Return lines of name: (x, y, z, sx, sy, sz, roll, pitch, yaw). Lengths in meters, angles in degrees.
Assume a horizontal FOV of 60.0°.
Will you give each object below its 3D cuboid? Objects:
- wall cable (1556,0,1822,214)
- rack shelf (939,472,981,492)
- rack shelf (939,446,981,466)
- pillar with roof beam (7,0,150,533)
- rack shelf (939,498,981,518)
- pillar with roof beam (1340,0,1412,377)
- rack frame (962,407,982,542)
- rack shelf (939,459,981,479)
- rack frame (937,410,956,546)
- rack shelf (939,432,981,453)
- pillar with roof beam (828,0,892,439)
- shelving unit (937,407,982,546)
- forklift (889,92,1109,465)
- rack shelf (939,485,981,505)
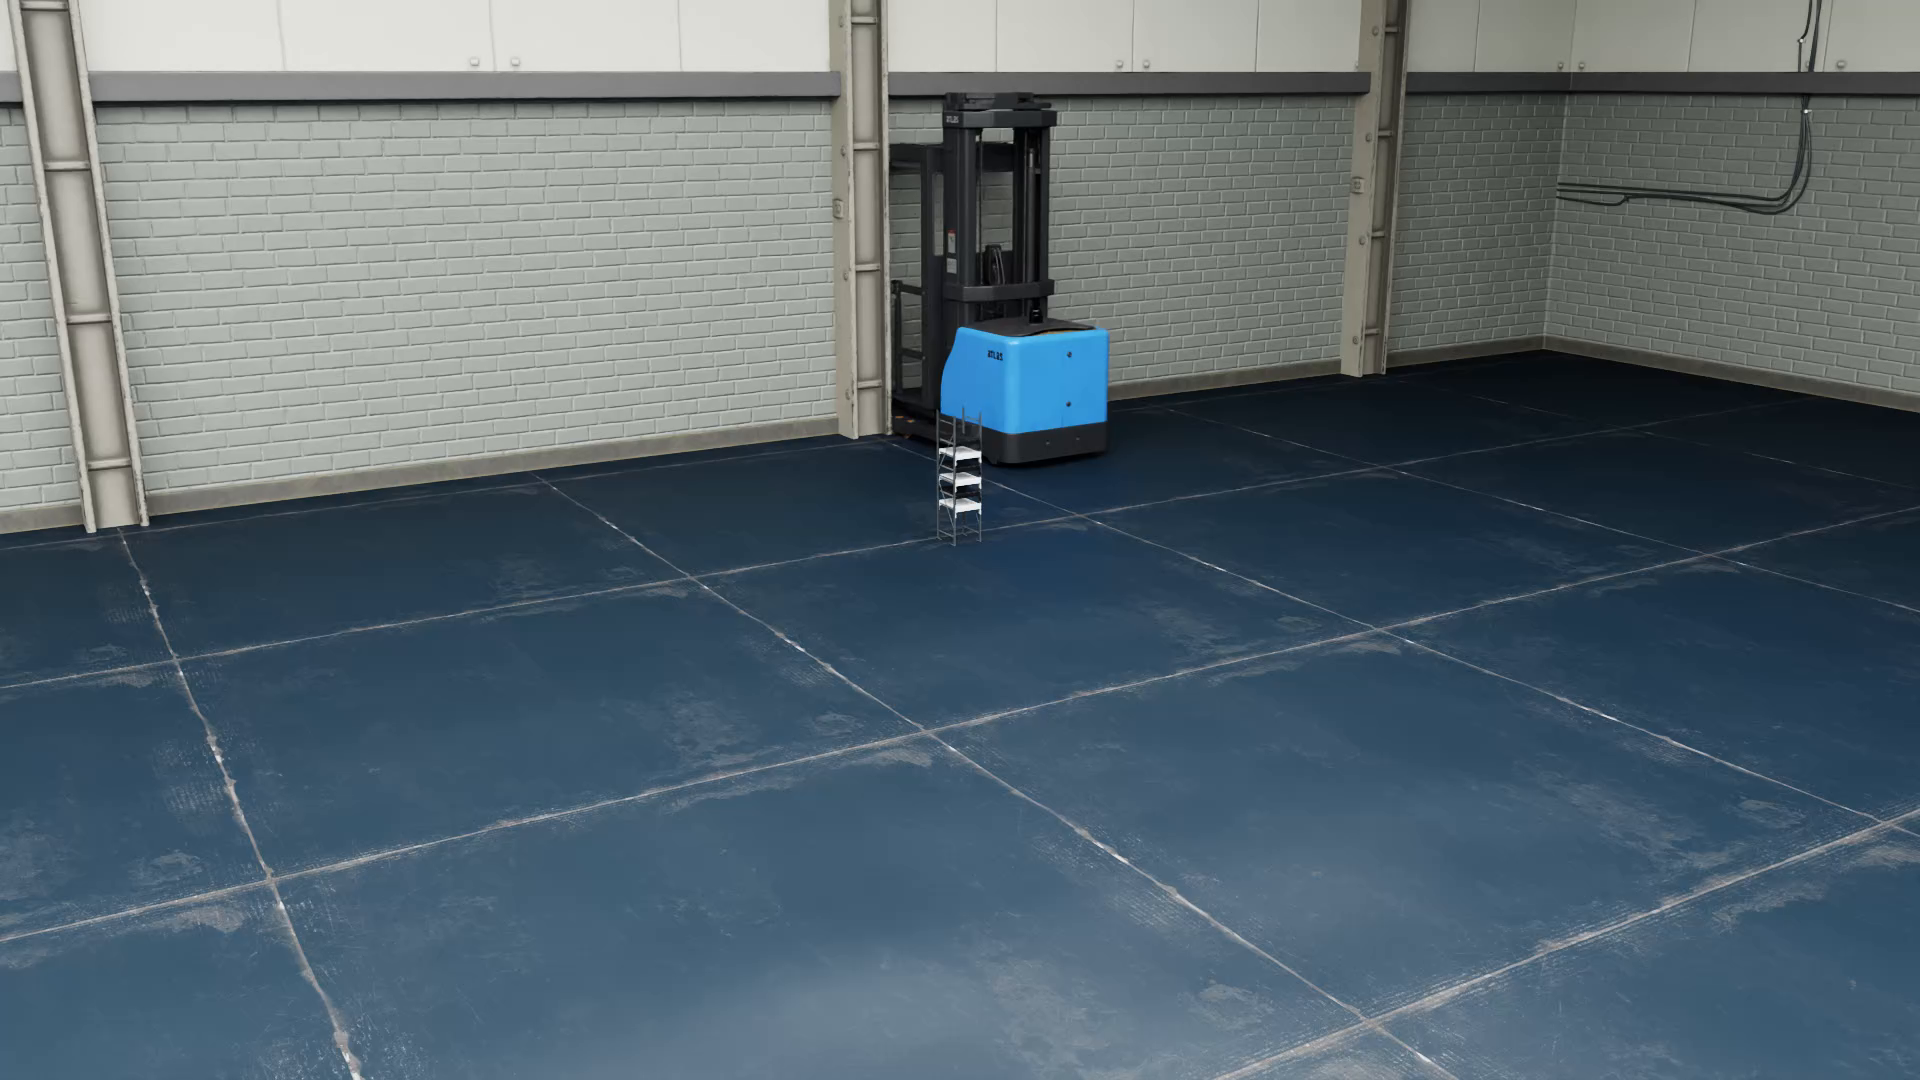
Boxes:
wall cable: (7.502, -4.722, 17.337, 0.112, 2.526, 3.097, -9, 18, -30)
rack shelf: (-0.007, -0.400, 11.293, 0.200, 0.077, 0.258, -9, 18, -30)
rack shelf: (-0.007, -0.573, 11.245, 0.200, 0.077, 0.258, -9, 18, -30)
pillar with roof beam: (-3.773, -3.450, 7.045, 0.400, 9.000, 9.100, -9, 18, -30)
rack shelf: (-0.007, -0.227, 11.342, 0.200, 0.077, 0.258, -9, 18, -30)
pillar with roof beam: (6.513, -5.118, 12.995, 0.400, 9.000, 9.100, -9, 18, -30)
rack frame: (0.080, -0.446, 11.335, 0.006, 0.900, 0.240, -9, 18, -30)
rack shelf: (-0.007, -0.487, 11.269, 0.200, 0.077, 0.258, -9, 18, -30)
rack frame: (-0.094, -0.418, 11.234, 0.006, 0.900, 0.240, -9, 18, -30)
rack shelf: (-0.007, -0.660, 11.220, 0.200, 0.077, 0.258, -9, 18, -30)
pillar with roof beam: (1.370, -4.284, 10.020, 0.400, 9.000, 9.100, -9, 18, -30)
shelving unit: (-0.007, -0.432, 11.284, 0.210, 0.900, 0.258, -9, 18, -30)
forklift: (0.022, -2.366, 14.420, 1.130, 2.935, 3.031, -10, 18, -31)
rack shelf: (-0.007, -0.313, 11.318, 0.200, 0.077, 0.258, -9, 18, -30)
